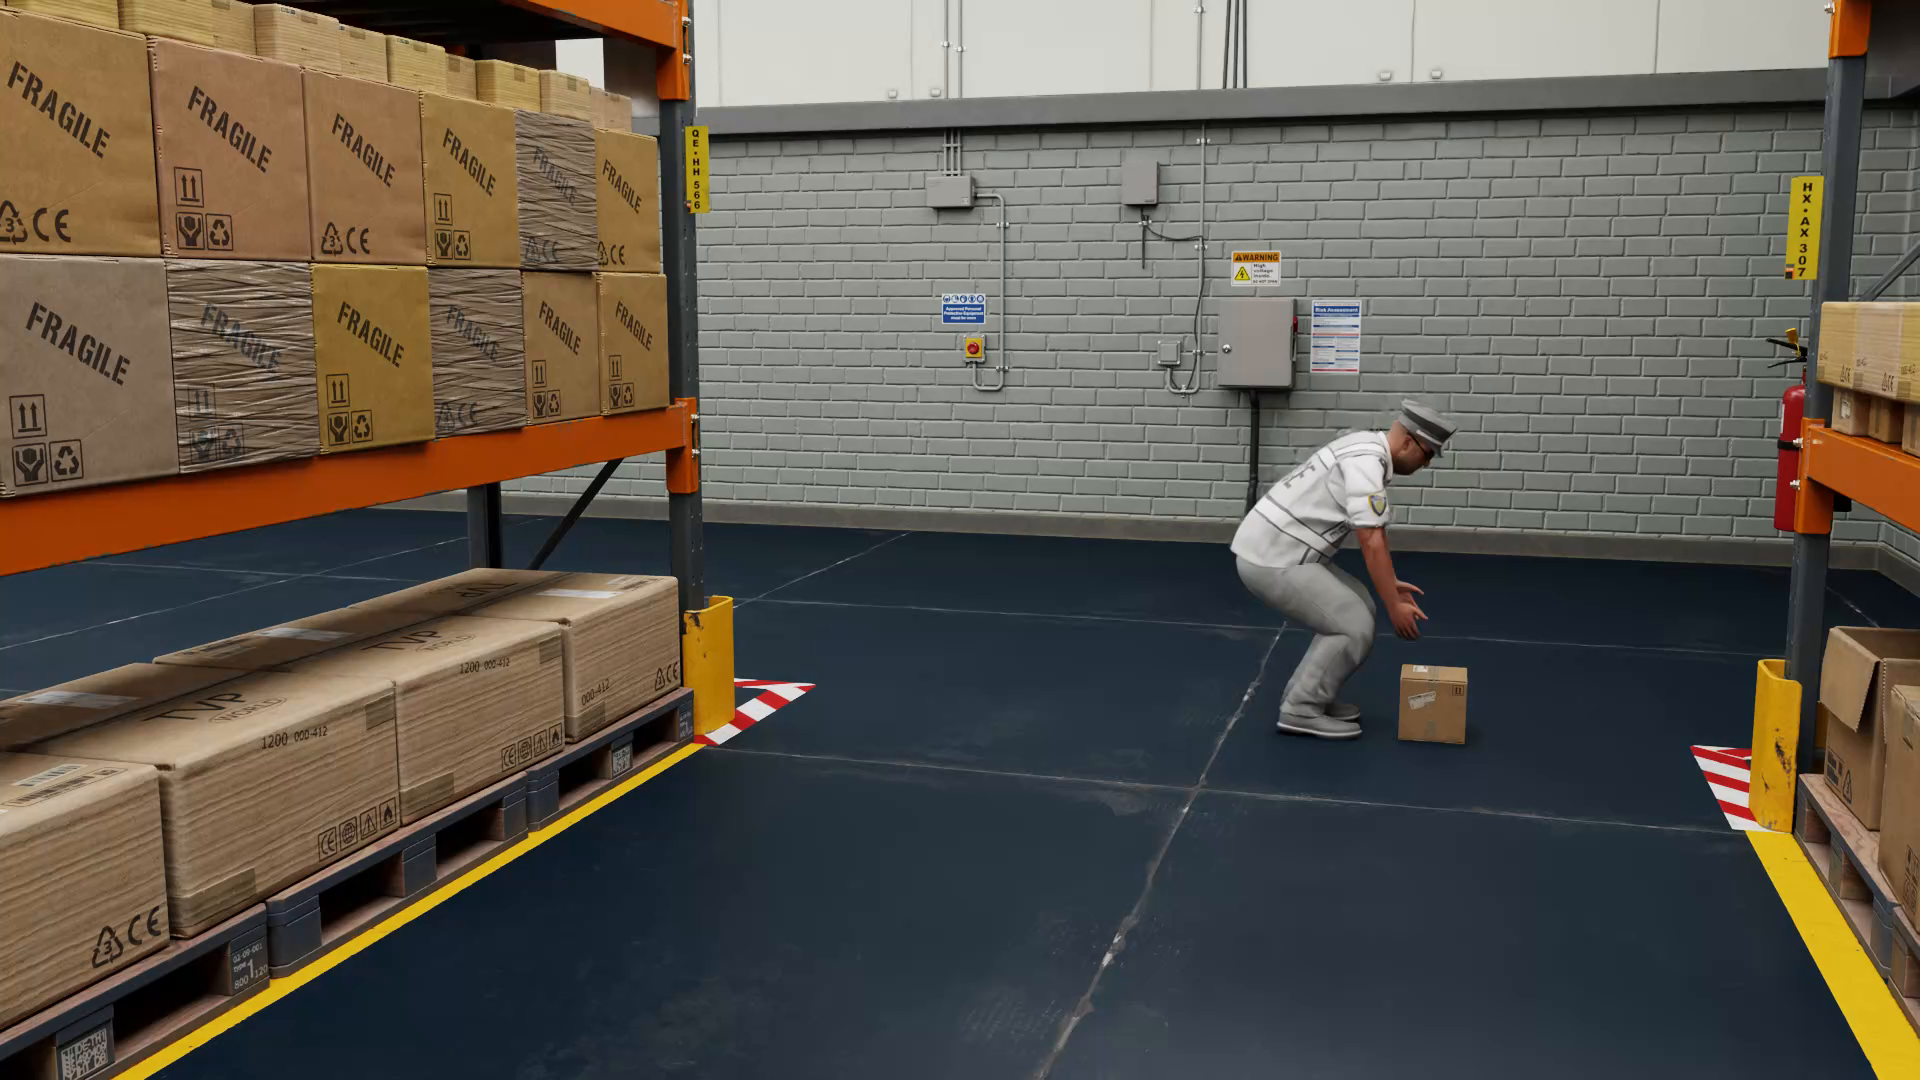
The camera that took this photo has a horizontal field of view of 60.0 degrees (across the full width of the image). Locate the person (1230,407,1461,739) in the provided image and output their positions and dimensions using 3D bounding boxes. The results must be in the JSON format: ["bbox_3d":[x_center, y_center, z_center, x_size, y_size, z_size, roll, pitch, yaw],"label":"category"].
[{"bbox_3d":[1.525,0.115,6.641,0.868,1.291,0.586,2,9,16],"label":"person"}]
